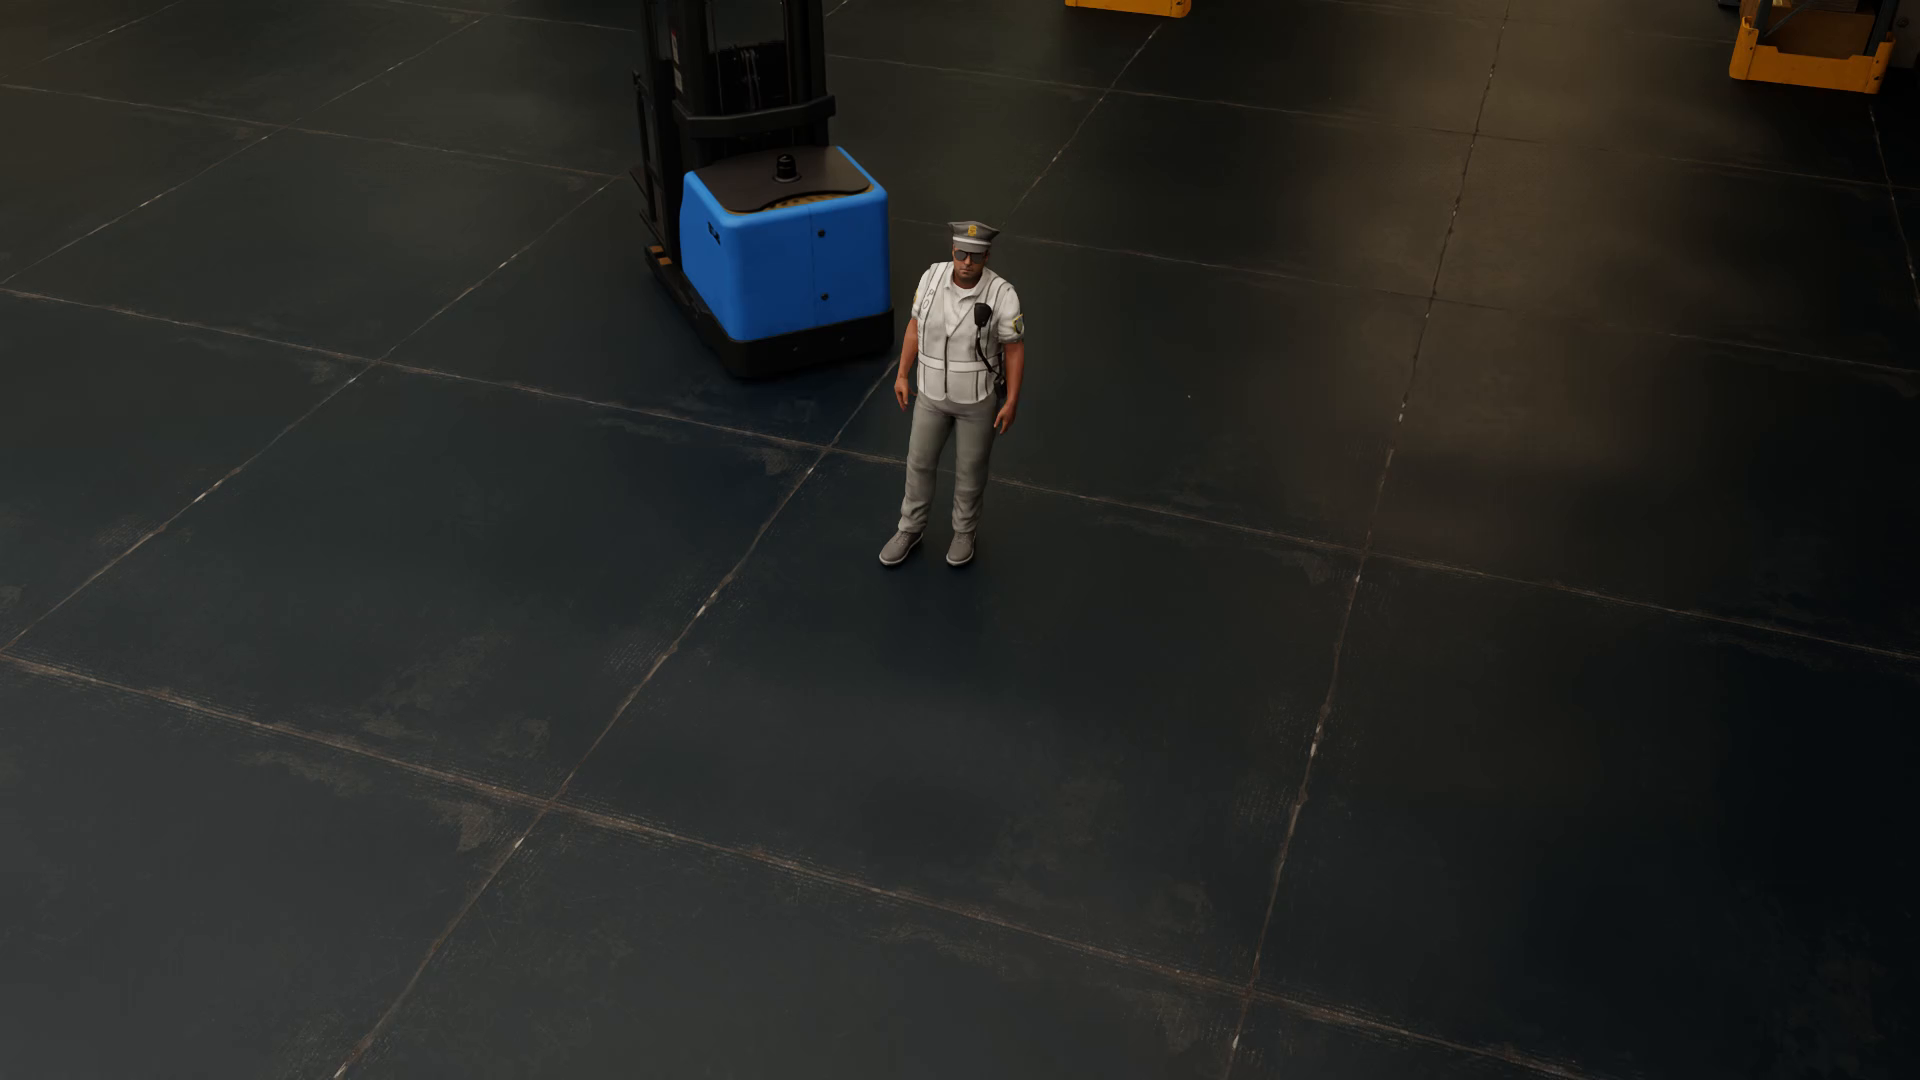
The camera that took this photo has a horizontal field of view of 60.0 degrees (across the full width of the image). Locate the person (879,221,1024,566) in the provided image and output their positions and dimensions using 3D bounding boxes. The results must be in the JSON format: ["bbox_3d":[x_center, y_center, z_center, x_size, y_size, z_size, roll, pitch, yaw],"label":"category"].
[{"bbox_3d":[-0.037,-0.692,8.068,0.641,1.779,0.574,12,37,16],"label":"person"}]

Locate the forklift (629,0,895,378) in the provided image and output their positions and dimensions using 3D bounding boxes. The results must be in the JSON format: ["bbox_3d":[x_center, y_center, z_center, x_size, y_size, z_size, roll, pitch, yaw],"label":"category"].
[{"bbox_3d":[-1.471,-3.003,10.347,1.130,2.935,3.031,-15,38,-20],"label":"forklift"}]
